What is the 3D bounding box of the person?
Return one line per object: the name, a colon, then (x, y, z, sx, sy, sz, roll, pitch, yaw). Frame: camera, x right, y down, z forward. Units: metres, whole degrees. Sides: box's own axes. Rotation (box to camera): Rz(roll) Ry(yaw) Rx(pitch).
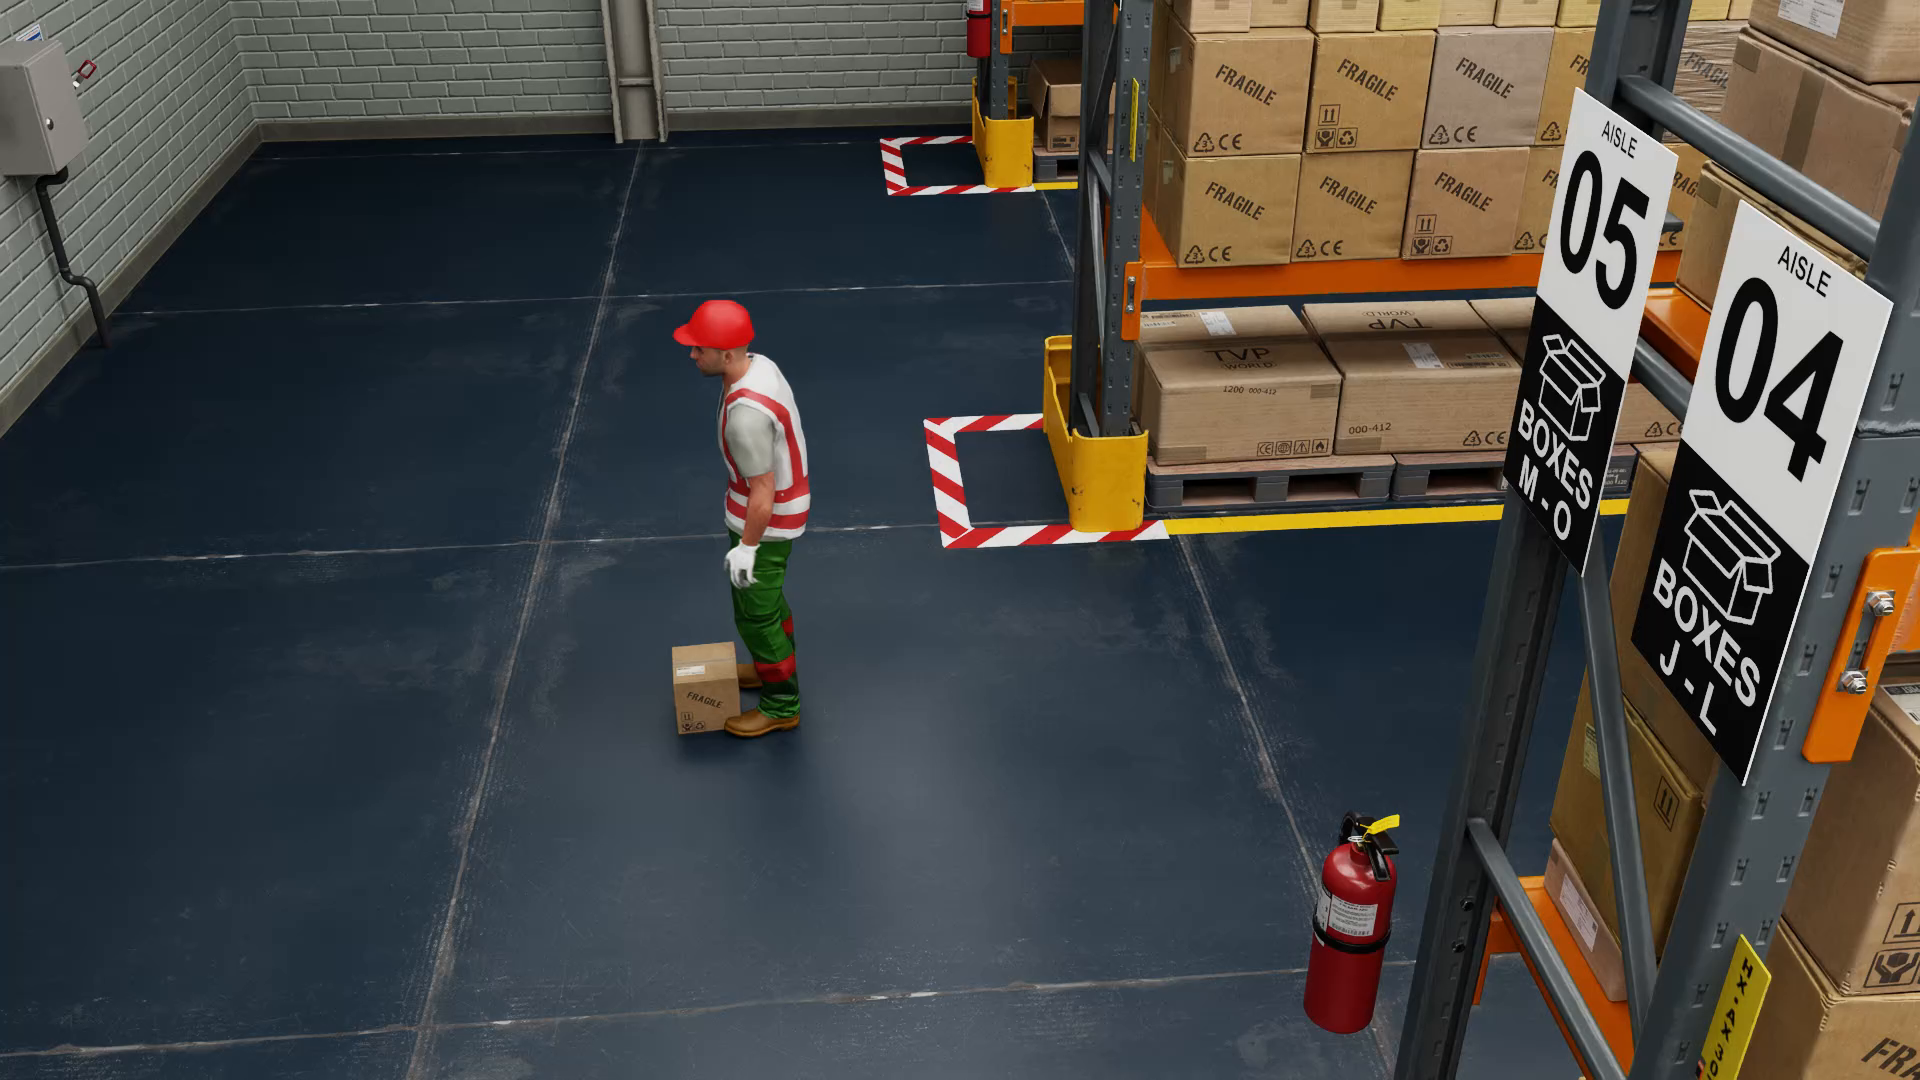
person: (-0.782, -0.079, 6.250, 0.449, 1.780, 0.607, -3, 31, -4)
